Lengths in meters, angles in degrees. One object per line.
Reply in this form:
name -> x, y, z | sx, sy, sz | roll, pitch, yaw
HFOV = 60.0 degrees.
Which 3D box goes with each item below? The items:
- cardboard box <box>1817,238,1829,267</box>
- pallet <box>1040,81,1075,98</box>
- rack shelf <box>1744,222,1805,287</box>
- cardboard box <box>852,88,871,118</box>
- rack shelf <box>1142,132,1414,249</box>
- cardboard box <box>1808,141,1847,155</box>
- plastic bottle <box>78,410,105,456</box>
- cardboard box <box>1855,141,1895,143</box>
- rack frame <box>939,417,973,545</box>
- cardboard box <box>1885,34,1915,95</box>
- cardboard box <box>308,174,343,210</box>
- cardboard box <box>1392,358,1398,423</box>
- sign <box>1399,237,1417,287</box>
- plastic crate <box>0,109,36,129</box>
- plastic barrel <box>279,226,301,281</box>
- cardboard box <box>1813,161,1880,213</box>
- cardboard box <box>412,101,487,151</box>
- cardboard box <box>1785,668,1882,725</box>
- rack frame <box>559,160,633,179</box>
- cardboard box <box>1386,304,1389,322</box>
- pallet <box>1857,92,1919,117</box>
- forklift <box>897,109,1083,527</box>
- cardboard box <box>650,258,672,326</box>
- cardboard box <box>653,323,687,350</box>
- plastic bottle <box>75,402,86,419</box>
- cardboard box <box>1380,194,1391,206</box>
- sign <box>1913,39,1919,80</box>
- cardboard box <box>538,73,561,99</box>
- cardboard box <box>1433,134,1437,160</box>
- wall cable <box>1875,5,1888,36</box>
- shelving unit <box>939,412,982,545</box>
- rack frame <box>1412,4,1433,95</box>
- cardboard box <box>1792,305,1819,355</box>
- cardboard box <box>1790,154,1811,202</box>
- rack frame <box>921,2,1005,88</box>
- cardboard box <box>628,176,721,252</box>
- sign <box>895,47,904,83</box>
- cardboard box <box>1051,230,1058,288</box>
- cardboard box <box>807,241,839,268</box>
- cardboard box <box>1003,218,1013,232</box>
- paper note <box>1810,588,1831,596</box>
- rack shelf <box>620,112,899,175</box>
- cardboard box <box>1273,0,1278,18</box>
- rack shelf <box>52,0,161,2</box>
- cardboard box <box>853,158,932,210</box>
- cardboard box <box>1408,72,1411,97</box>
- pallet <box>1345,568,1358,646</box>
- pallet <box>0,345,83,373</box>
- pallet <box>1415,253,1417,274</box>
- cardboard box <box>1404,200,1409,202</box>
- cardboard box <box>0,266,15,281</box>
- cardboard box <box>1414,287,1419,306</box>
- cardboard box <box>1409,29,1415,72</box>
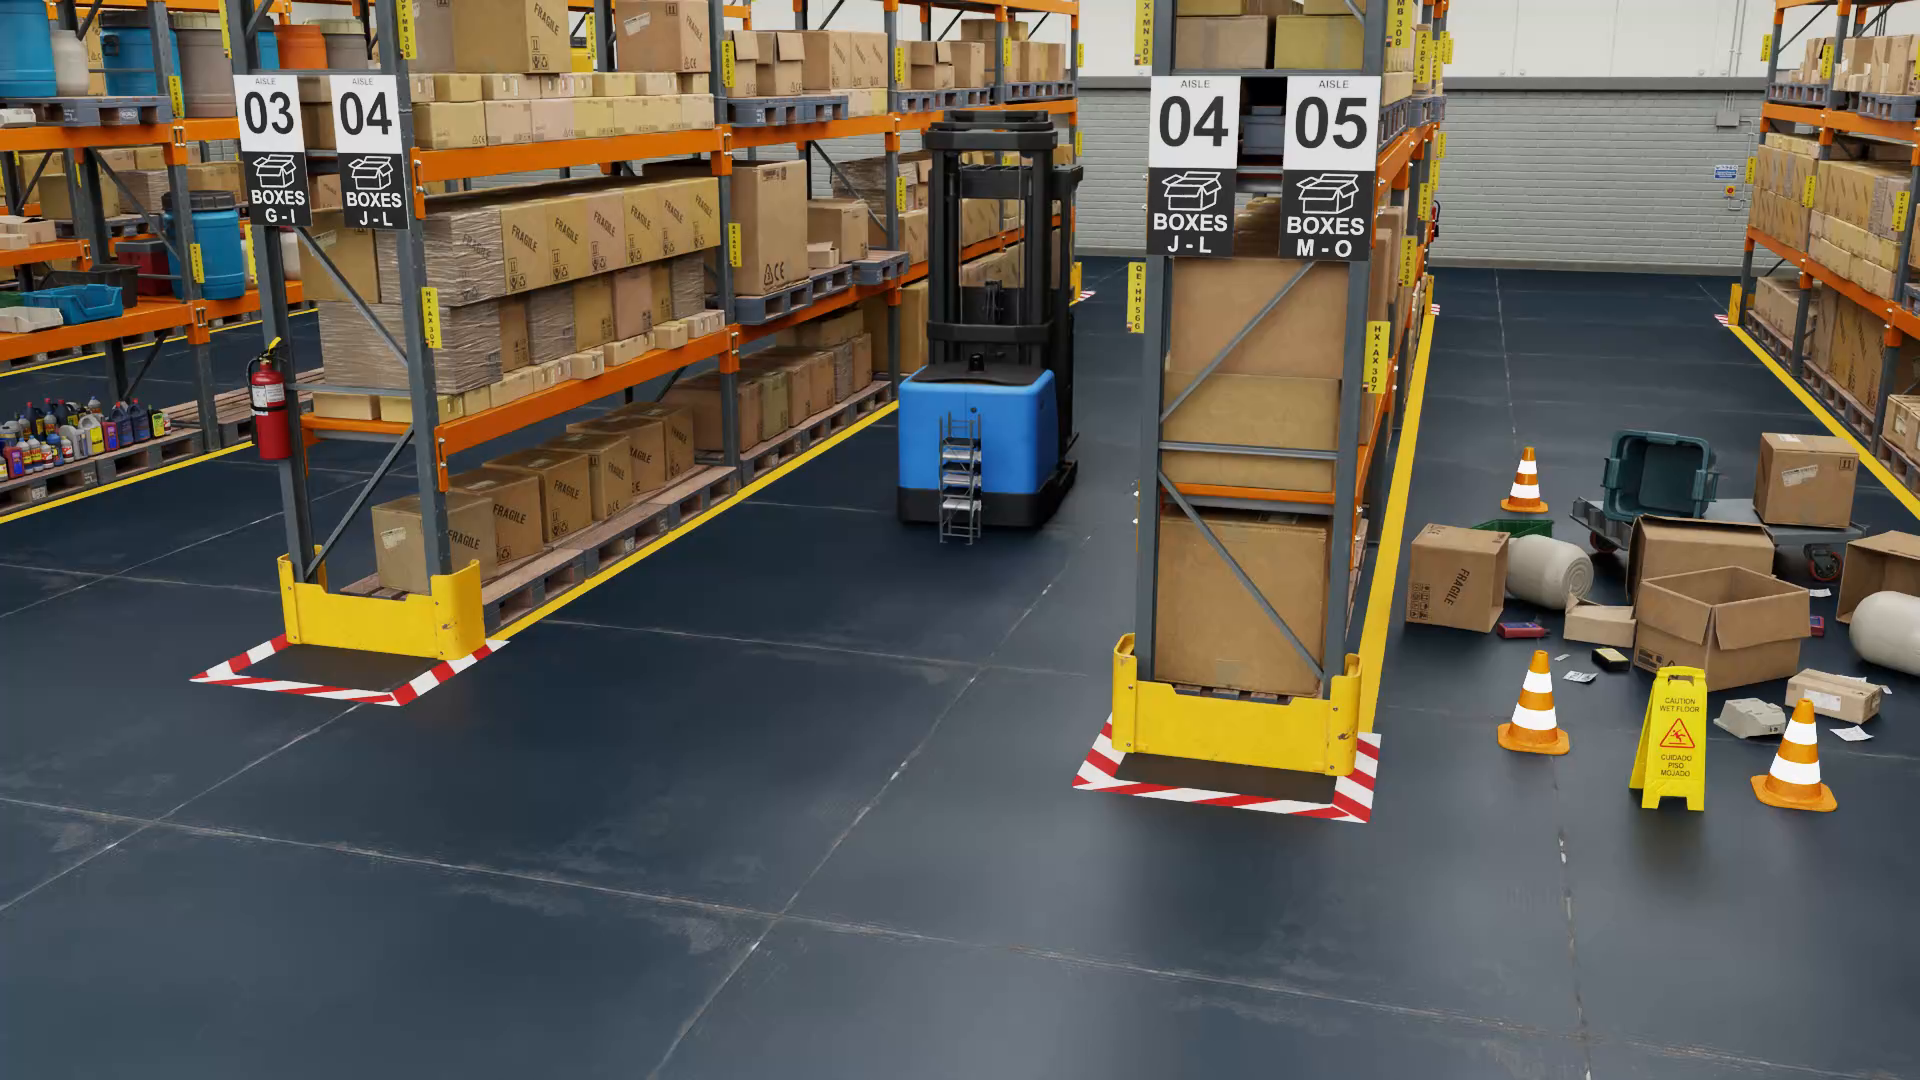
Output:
cardboard box -> 9.011, -2.895, 16.813 | 0.500, 0.250, 0.500 | 4, 16, 15
pallet -> 0.969, -6.218, 22.919 | 1.003, 0.211, 1.213 | 5, 16, 16
rack shelf -> 10.103, -3.374, 19.547 | 1.077, 0.370, 4.000 | 5, 16, 16
cardboard box -> -1.132, -4.016, 15.268 | 0.500, 0.250, 0.500 | 5, 16, 16
rack shelf -> 1.918, -2.035, 9.329 | 1.077, 0.370, 4.000 | 5, 16, 16
cardboard box -> 9.631, -4.336, 18.416 | 0.380, 0.149, 0.250 | 4, 16, 15
plastic bottle -> -7.042, -0.868, 13.442 | 0.144, 0.351, 0.185 | 5, 16, 16
cardboard box -> 10.195, -4.367, 18.523 | 0.380, 0.149, 0.250 | 4, 16, 14
rack frame -> -0.027, -0.408, 11.620 | 0.240, 0.900, 0.006 | 5, 16, 16
cardboard box -> 8.497, -4.118, 14.399 | 0.700, 0.500, 0.500 | 4, 16, 13
cardboard box -> -9.058, -4.895, 23.407 | 0.500, 0.500, 0.500 | 5, 17, 17
cardboard box -> 3.364, -1.475, 14.887 | 1.050, 0.750, 0.750 | 4, 16, 15
sign -> 3.019, -1.873, 11.206 | 0.100, 0.325, 0.005 | 5, 16, 16
plastic crate -> -7.058, -3.122, 12.324 | 0.243, 0.136, 0.396 | 5, 16, 16
plastic barrel -> -6.299, -2.747, 15.769 | 0.433, 0.535, 0.433 | 0, 16, 0
cardboard box -> 9.134, -3.633, 17.127 | 0.500, 0.500, 0.500 | 5, 17, 17
cardboard box -> -2.992, -2.303, 9.230 | 0.500, 0.250, 0.500 | 5, 17, 18
cardboard box -> 4.560, 0.815, 8.685 | 0.250, 0.149, 0.380 | -15, 21, -41
rack frame -> -4.716, -4.350, 21.668 | 1.000, 3.000, 0.127 | 5, 16, 16
cardboard box -> 2.258, -1.291, 10.608 | 0.875, 0.550, 0.550 | 5, 16, 16
pallet -> 8.845, -3.968, 15.172 | 1.003, 0.211, 1.213 | 5, 17, 18
forklift -> 0.348, -1.863, 13.026 | 1.130, 2.935, 3.031 | 3, 16, 11
cardboard box -> -2.603, -1.823, 12.030 | 0.875, 0.500, 0.500 | 5, 16, 16
cardboard box -> -2.193, -1.473, 11.987 | 0.380, 0.149, 0.250 | 5, 16, 16
plastic bottle -> -7.463, -1.017, 14.091 | 0.061, 0.283, 0.133 | 5, 16, 16
cardboard box -> 2.910, -2.388, 12.736 | 0.700, 0.500, 0.500 | 5, 17, 16
sign -> 7.868, -3.926, 13.583 | 0.100, 0.325, 0.005 | 5, 16, 16
cardboard box -> -2.675, -2.781, 10.183 | 0.380, 0.149, 0.250 | 4, 16, 13
cardboard box -> 5.574, -4.726, 20.435 | 0.500, 0.500, 0.500 | 4, 16, 14
wall cable -> 15.398, -8.373, 24.789 | 2.988, 3.039, 0.133 | 5, 16, 16
shelving unit -> 0.002, -0.435, 11.714 | 0.258, 0.900, 0.210 | 5, 16, 16
rack frame -> 3.623, -5.394, 14.356 | 1.000, 3.000, 0.127 | 5, 16, 16
cardboard box -> 9.816, -2.322, 18.446 | 0.875, 0.438, 0.875 | 4, 16, 15
cardboard box -> 9.556, -4.003, 18.431 | 0.500, 0.500, 0.500 | 4, 16, 15
rack frame -> 0.033, -6.852, 19.495 | 1.000, 3.000, 0.127 | 5, 16, 16
cardboard box -> -2.105, -2.406, 12.253 | 0.500, 0.500, 0.500 | 5, 16, 16
sign -> -0.584, -4.568, 15.994 | 0.100, 0.325, 0.005 | 5, 16, 16
cardboard box -> 0.806, -3.780, 22.784 | 0.875, 0.875, 0.875 | 5, 16, 16
cardboard box -> -1.319, -2.599, 14.973 | 0.396, 0.266, 0.258 | 4, 16, 14
cardboard box -> 0.436, -3.896, 20.530 | 0.380, 0.149, 0.250 | 5, 16, 16
paper note -> 5.475, 0.331, 10.608 | 0.148, 0.019, 0.142 | 5, 16, 16
rack shelf -> -1.672, -3.493, 14.468 | 1.077, 0.370, 4.000 | 5, 16, 16
cardboard box -> 1.482, -2.818, 8.817 | 0.380, 0.149, 0.250 | 4, 16, 15
rack shelf -> -7.558, -4.081, 11.778 | 1.077, 0.370, 4.000 | 5, 16, 16
cardboard box -> -0.693, -3.810, 17.744 | 0.797, 0.503, 0.637 | 5, 17, 17
cardboard box -> 2.546, -2.780, 10.144 | 0.380, 0.149, 0.250 | 5, 17, 17
pallet -> 1.850, 0.393, 10.057 | 1.003, 0.211, 1.213 | 5, 16, 16
pallet -> -10.872, -2.134, 18.968 | 1.003, 0.211, 1.213 | 5, 16, 16
pallet -> 3.723, -2.610, 15.887 | 1.213, 0.211, 1.003 | 5, 16, 16
cardboard box -> 4.312, -3.325, 16.657 | 0.380, 0.149, 0.250 | 5, 17, 18
cardboard box -> -14.274, -4.106, 23.977 | 0.750, 0.750, 0.750 | 5, 17, 17
cardboard box -> 4.632, -2.567, 17.819 | 0.500, 0.250, 0.500 | 5, 17, 19
cardboard box -> 2.593, -3.077, 10.461 | 0.500, 0.250, 0.500 | 4, 16, 15
